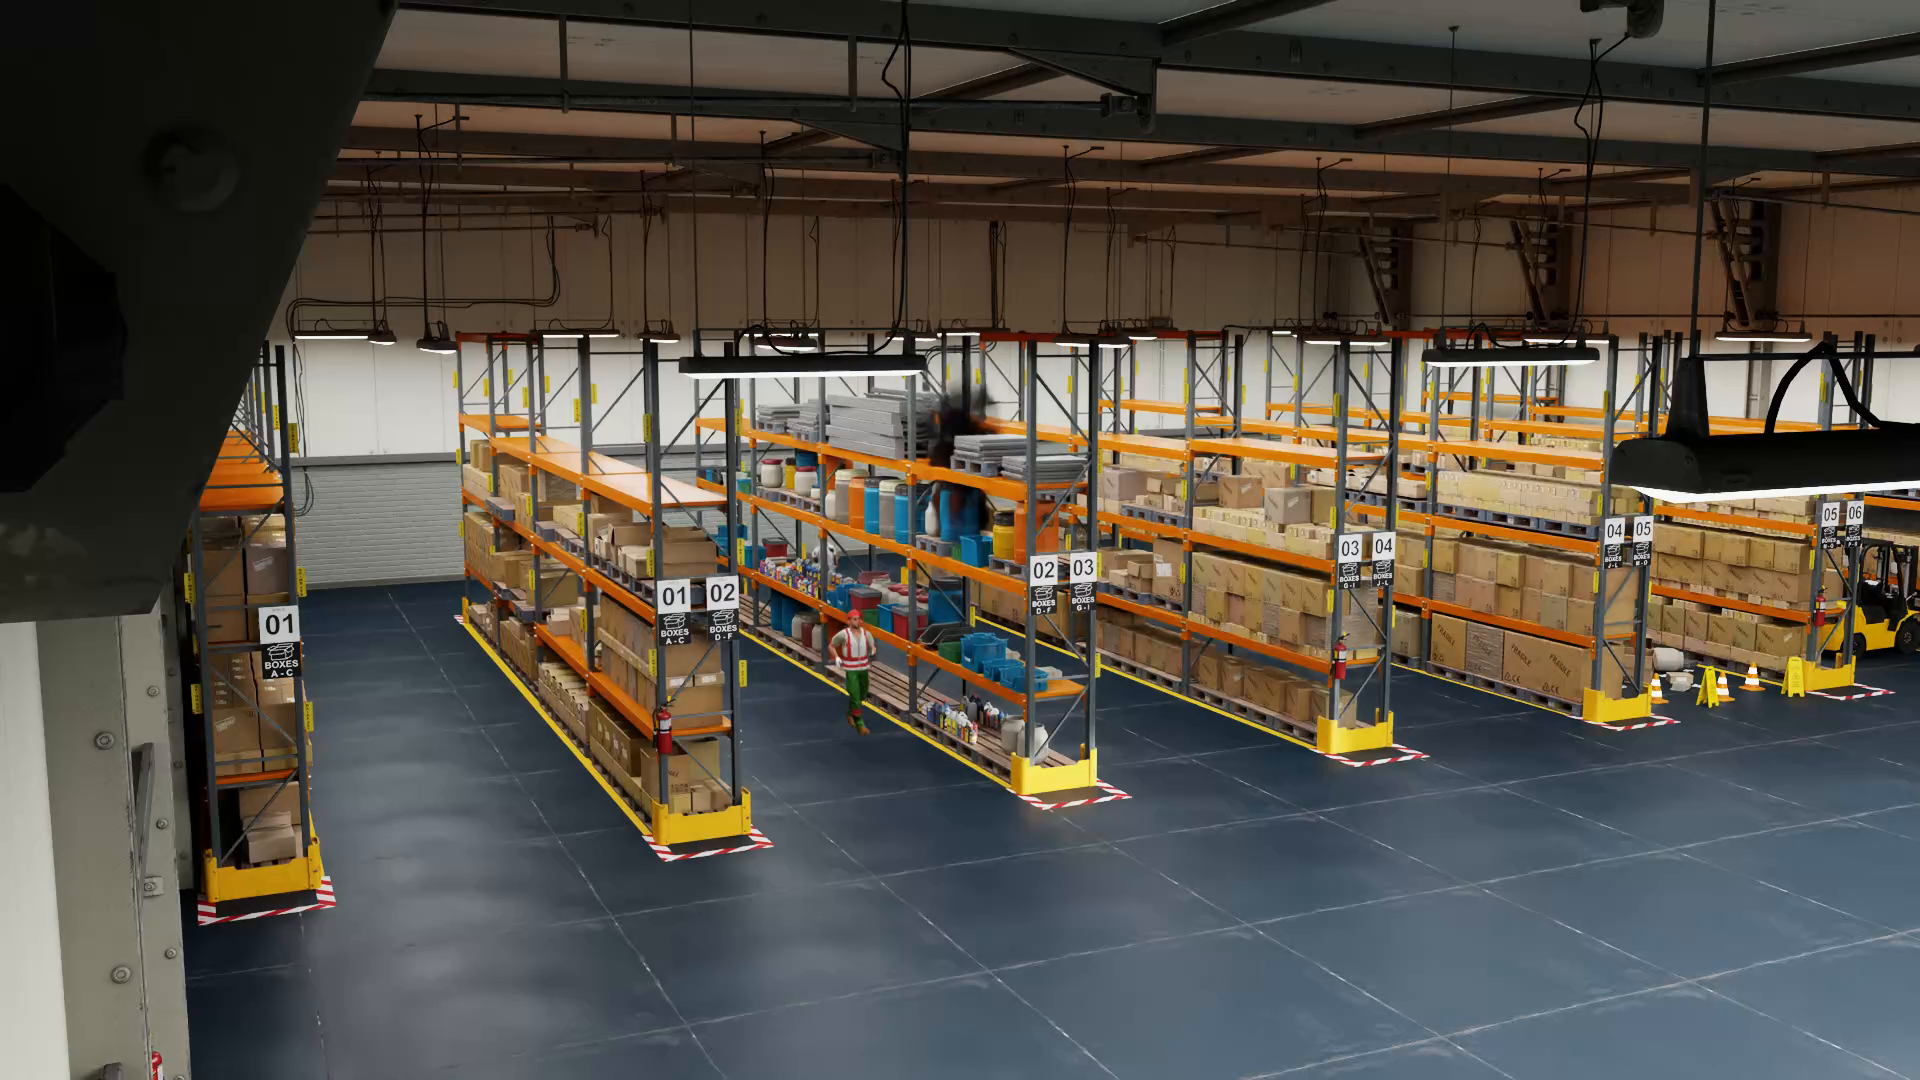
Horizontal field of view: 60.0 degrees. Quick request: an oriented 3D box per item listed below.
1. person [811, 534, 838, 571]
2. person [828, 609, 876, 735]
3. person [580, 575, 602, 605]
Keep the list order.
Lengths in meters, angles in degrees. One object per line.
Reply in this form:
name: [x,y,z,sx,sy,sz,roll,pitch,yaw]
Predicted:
person: [-2.927,0.657,36.071,0.588,1.683,0.717,-4,9,-29]
person: [-1.508,1.904,24.180,0.667,1.797,0.884,-5,9,-30]
person: [-7.735,0.793,34.679,0.668,1.792,0.946,-6,10,-38]
